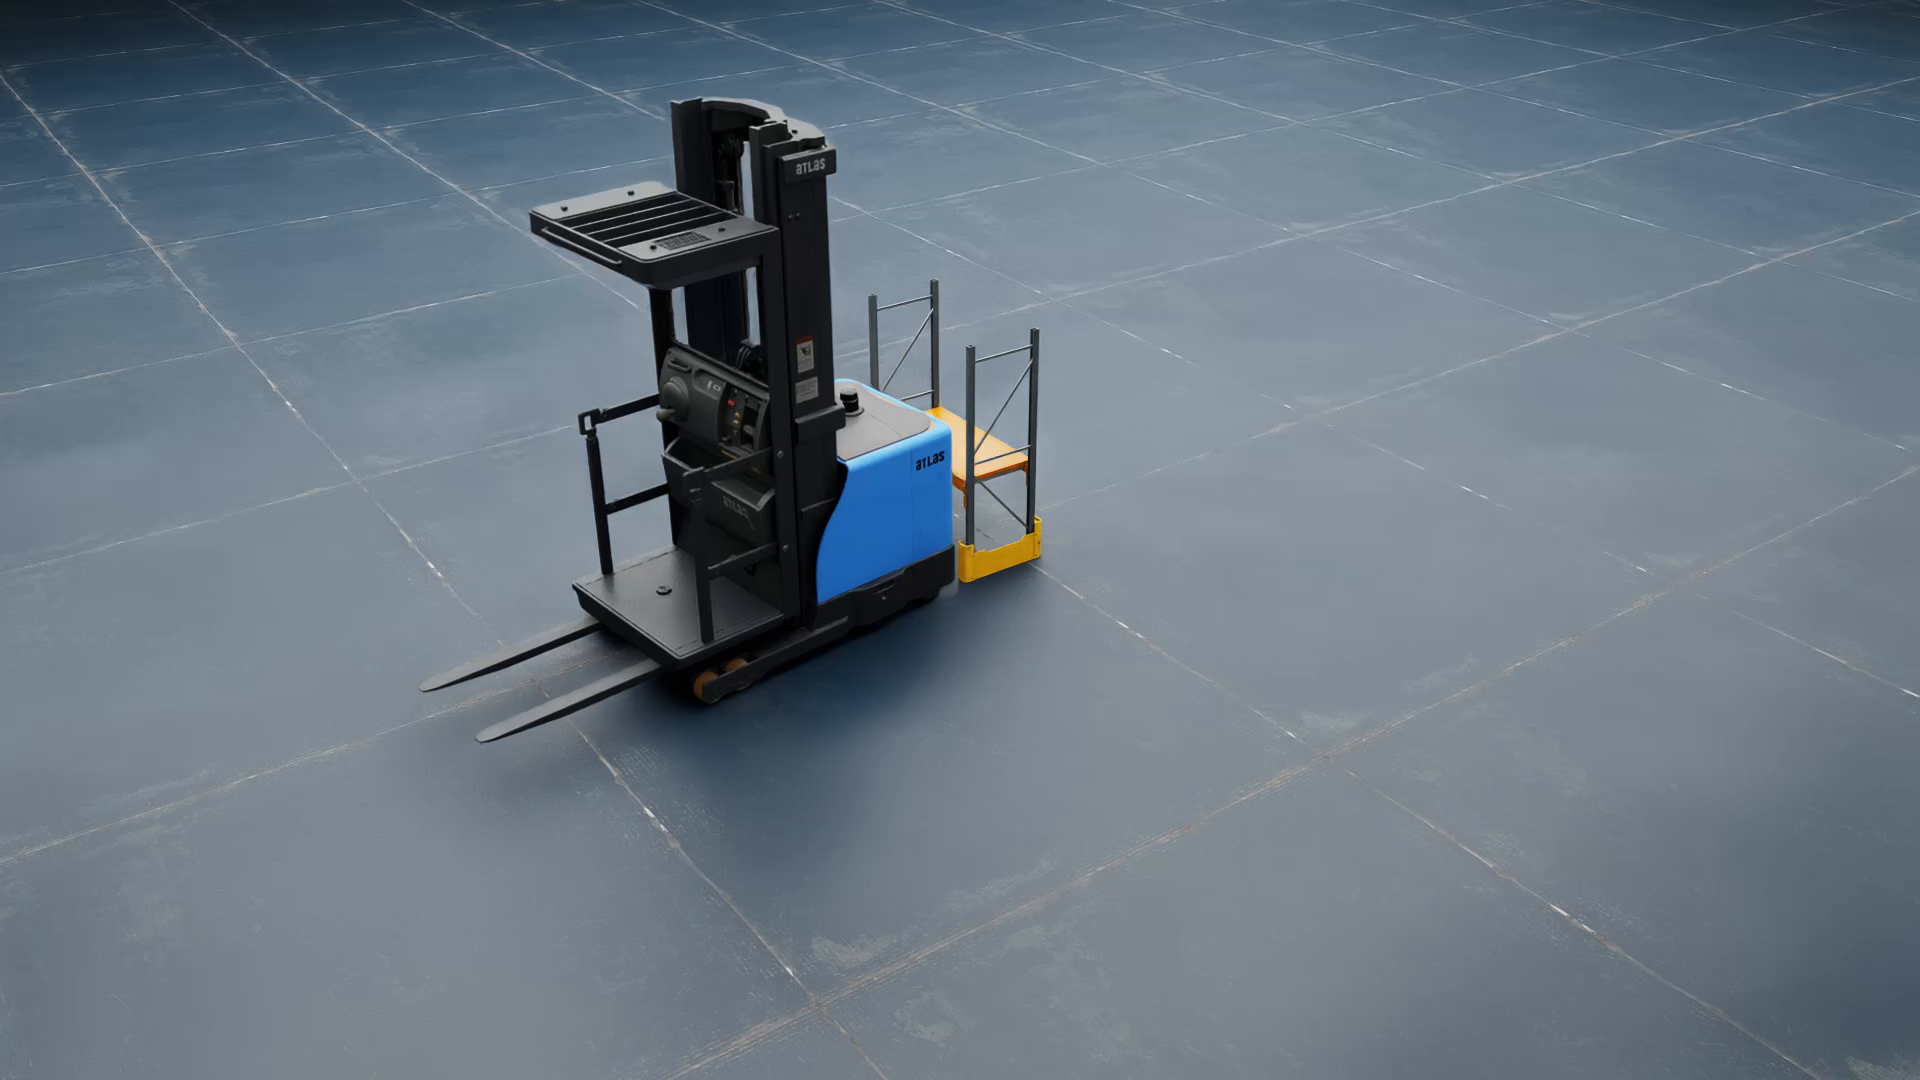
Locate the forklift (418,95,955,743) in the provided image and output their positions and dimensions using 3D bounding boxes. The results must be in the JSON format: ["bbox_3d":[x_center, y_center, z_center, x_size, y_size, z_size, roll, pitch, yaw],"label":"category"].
[{"bbox_3d":[-1.461,-0.698,8.690,3.031,2.935,1.130,-23,36,-36],"label":"forklift"}]

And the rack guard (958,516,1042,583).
[{"bbox_3d":[0.245,0.054,10.115,0.587,0.250,0.087,-19,34,-31],"label":"rack guard"}]

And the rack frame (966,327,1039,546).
[{"bbox_3d":[0.245,-0.495,9.816,0.500,1.500,0.032,-19,34,-31],"label":"rack frame"}]

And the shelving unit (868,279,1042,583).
[{"bbox_3d":[-0.044,-0.689,10.173,0.587,1.500,1.083,-19,34,-31],"label":"shelving unit"}]

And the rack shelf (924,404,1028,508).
[{"bbox_3d":[-0.049,-0.534,10.266,0.538,0.185,1.000,-19,34,-31],"label":"rack shelf"}]

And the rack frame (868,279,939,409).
[{"bbox_3d":[-0.344,-0.890,10.544,0.500,1.500,0.032,-19,34,-31],"label":"rack frame"}]
